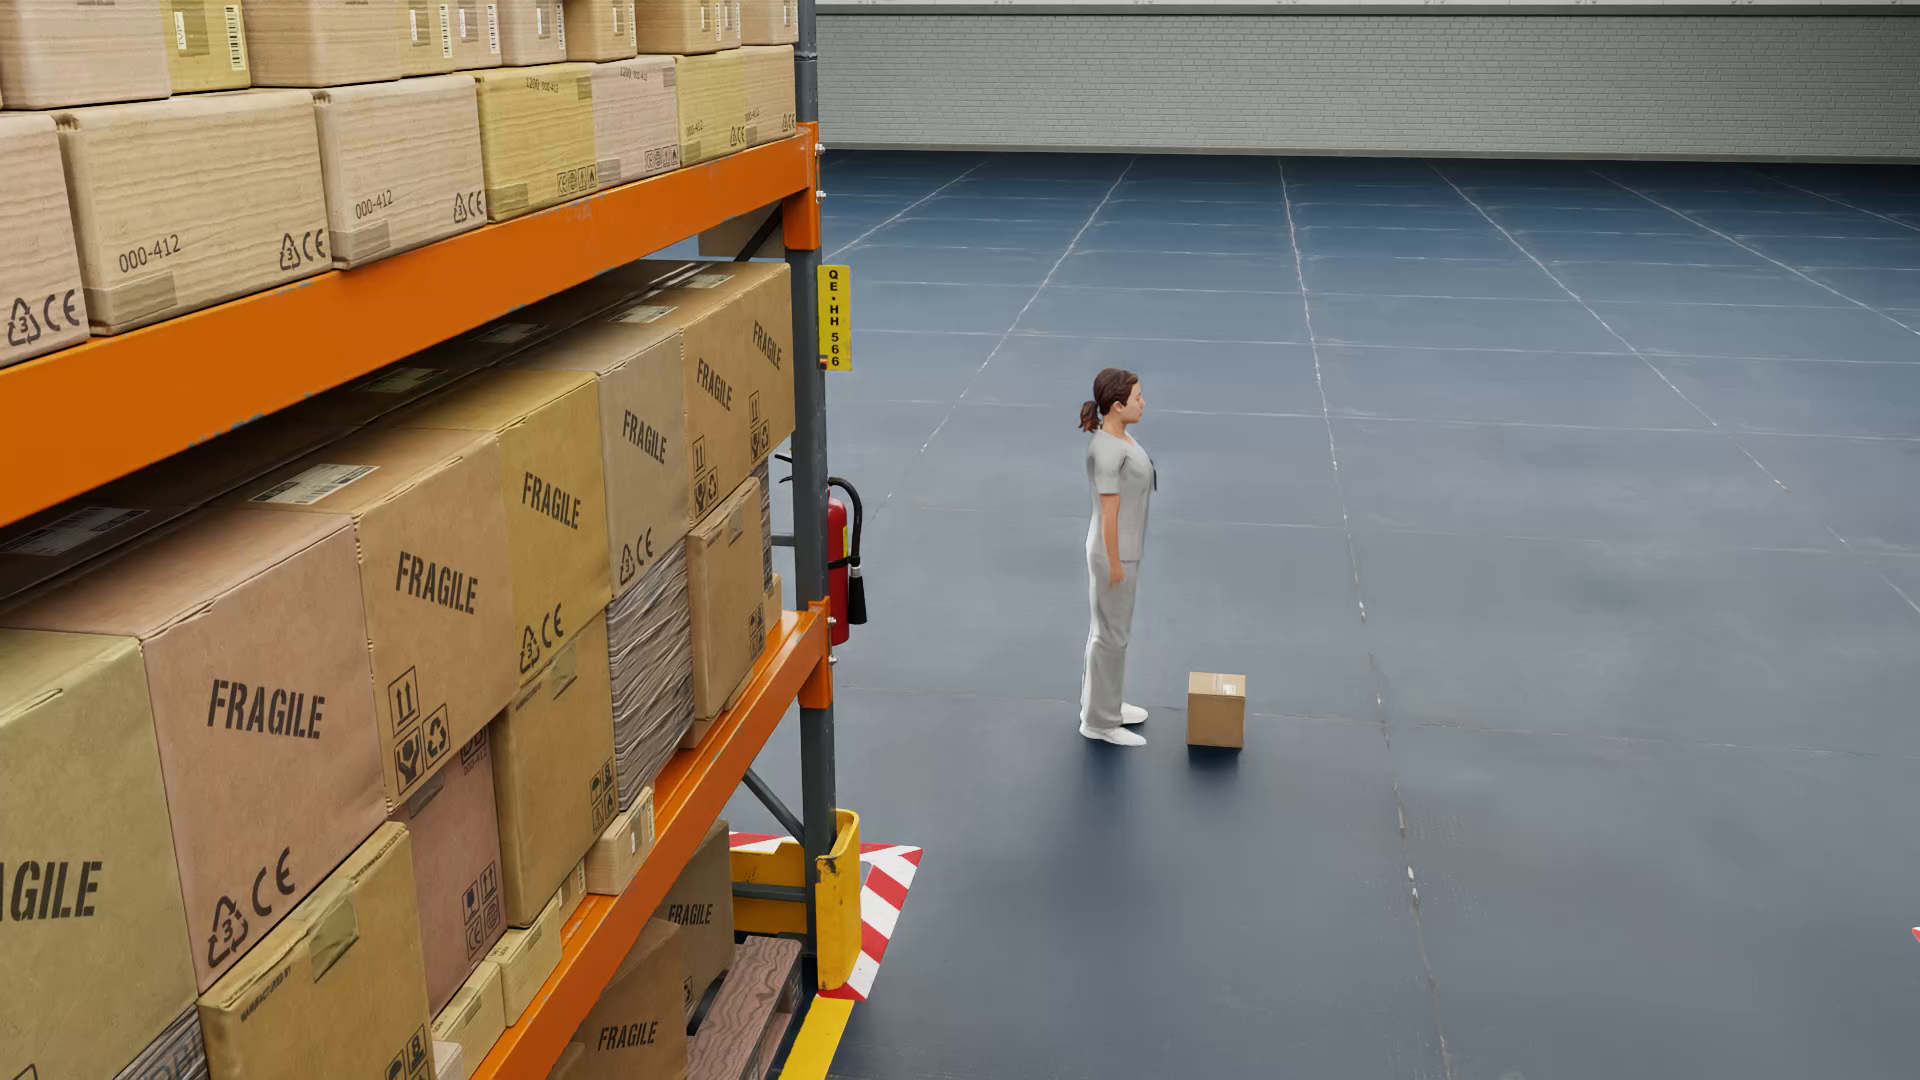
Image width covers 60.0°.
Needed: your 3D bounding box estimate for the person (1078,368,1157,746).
[{"bbox_3d":[0.684,0.073,7.367,0.361,1.698,0.440,3,18,9],"label":"person"}]
